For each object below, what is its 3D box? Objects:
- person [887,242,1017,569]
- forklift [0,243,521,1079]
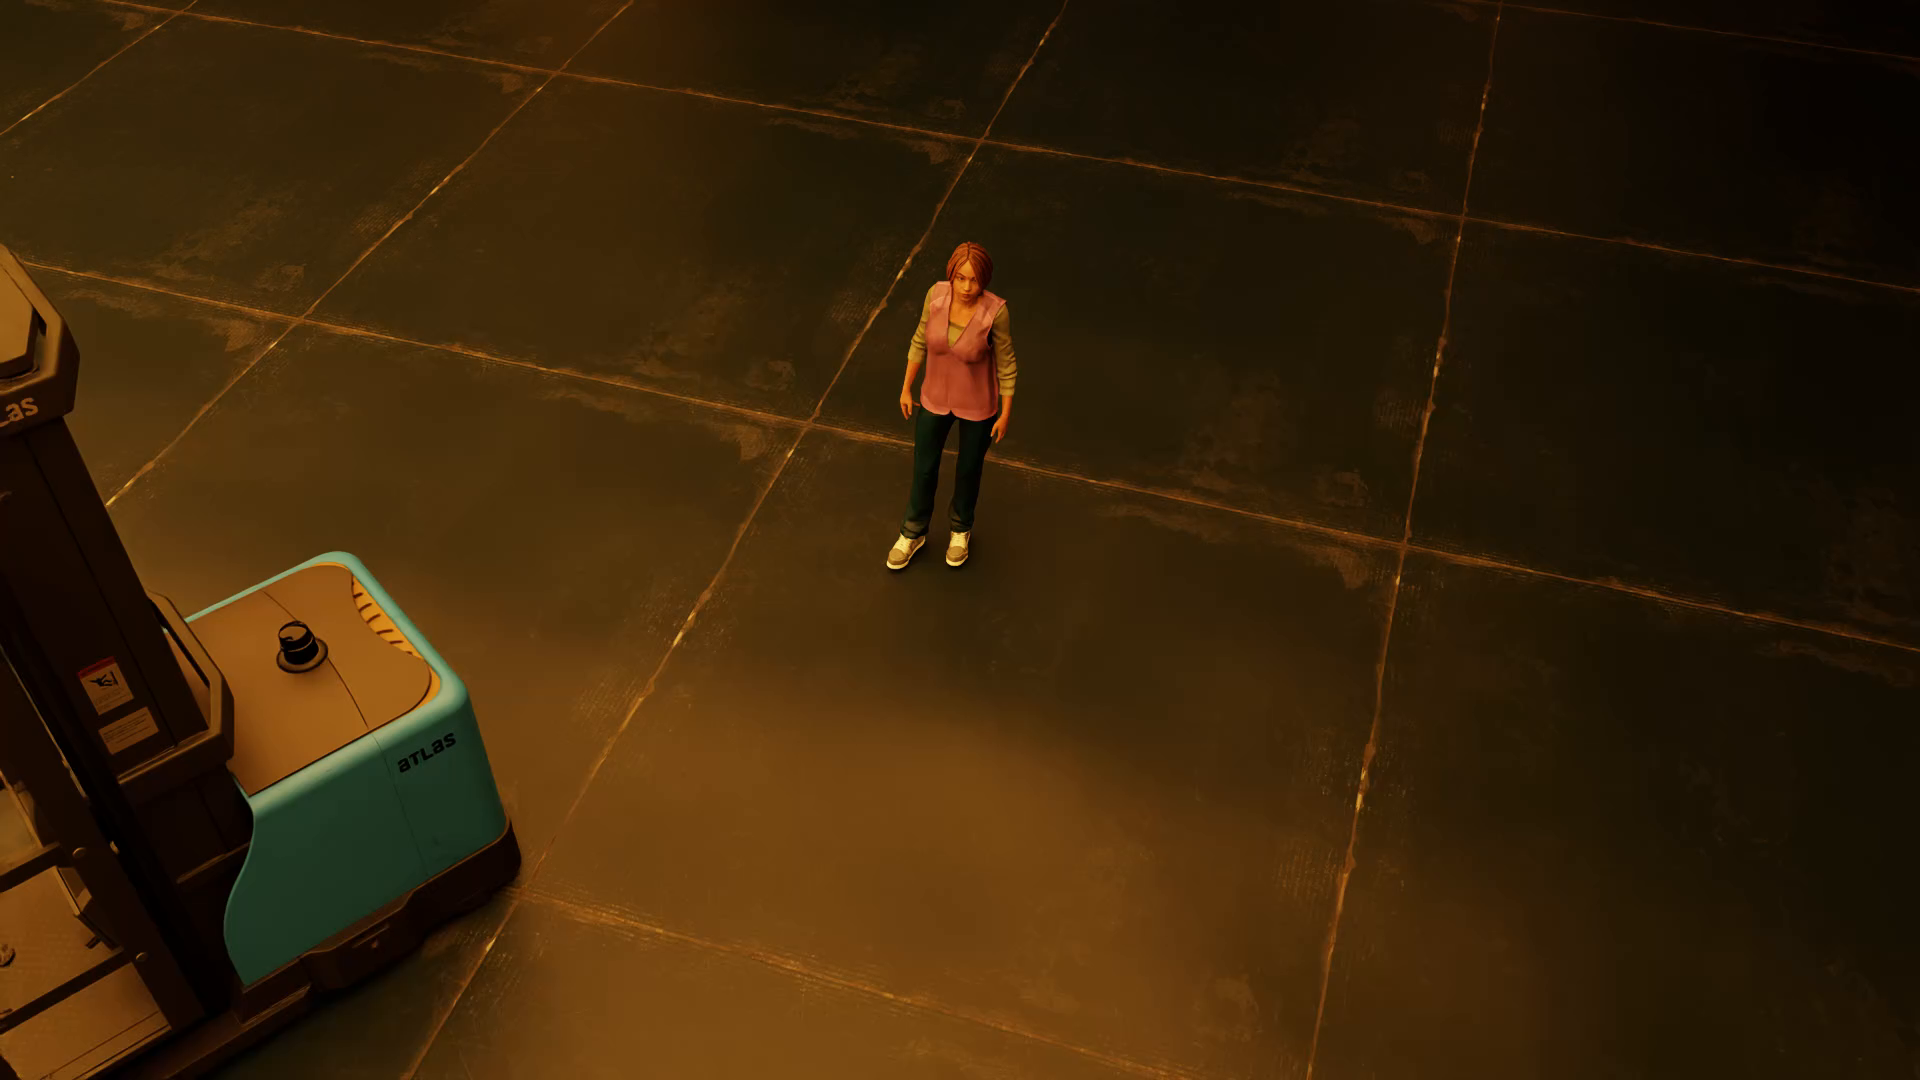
[{"bbox_3d":[-0.036,-0.544,7.245,0.520,1.593,0.476,12,44,13],"label":"person"},{"bbox_3d":[-3.139,0.630,5.012,3.031,2.935,1.130,-30,51,-28],"label":"forklift"}]
